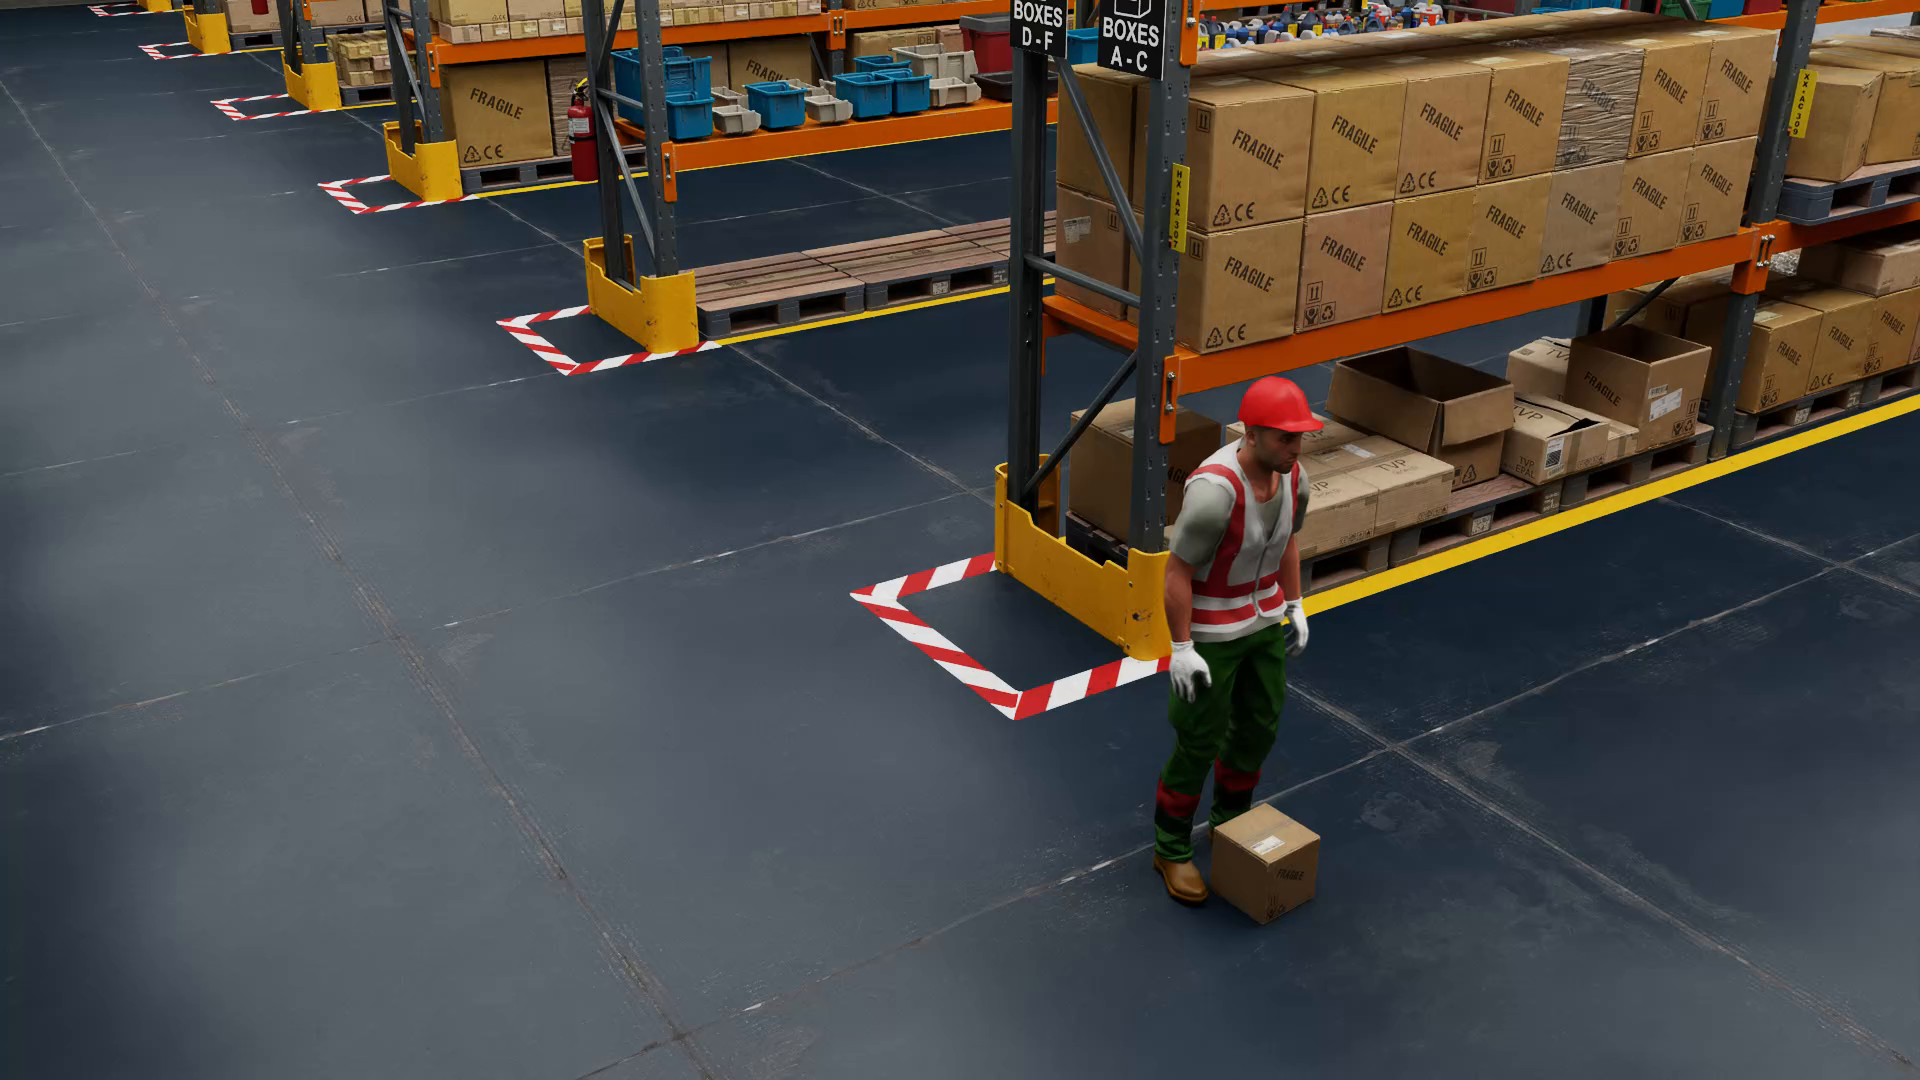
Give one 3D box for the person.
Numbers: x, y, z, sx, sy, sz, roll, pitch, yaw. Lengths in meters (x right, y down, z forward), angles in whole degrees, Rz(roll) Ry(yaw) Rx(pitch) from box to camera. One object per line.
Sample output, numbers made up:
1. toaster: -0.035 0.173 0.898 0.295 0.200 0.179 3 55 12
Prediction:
1. person: 0.909 0.306 5.430 0.619 1.779 0.448 -17 30 -33
